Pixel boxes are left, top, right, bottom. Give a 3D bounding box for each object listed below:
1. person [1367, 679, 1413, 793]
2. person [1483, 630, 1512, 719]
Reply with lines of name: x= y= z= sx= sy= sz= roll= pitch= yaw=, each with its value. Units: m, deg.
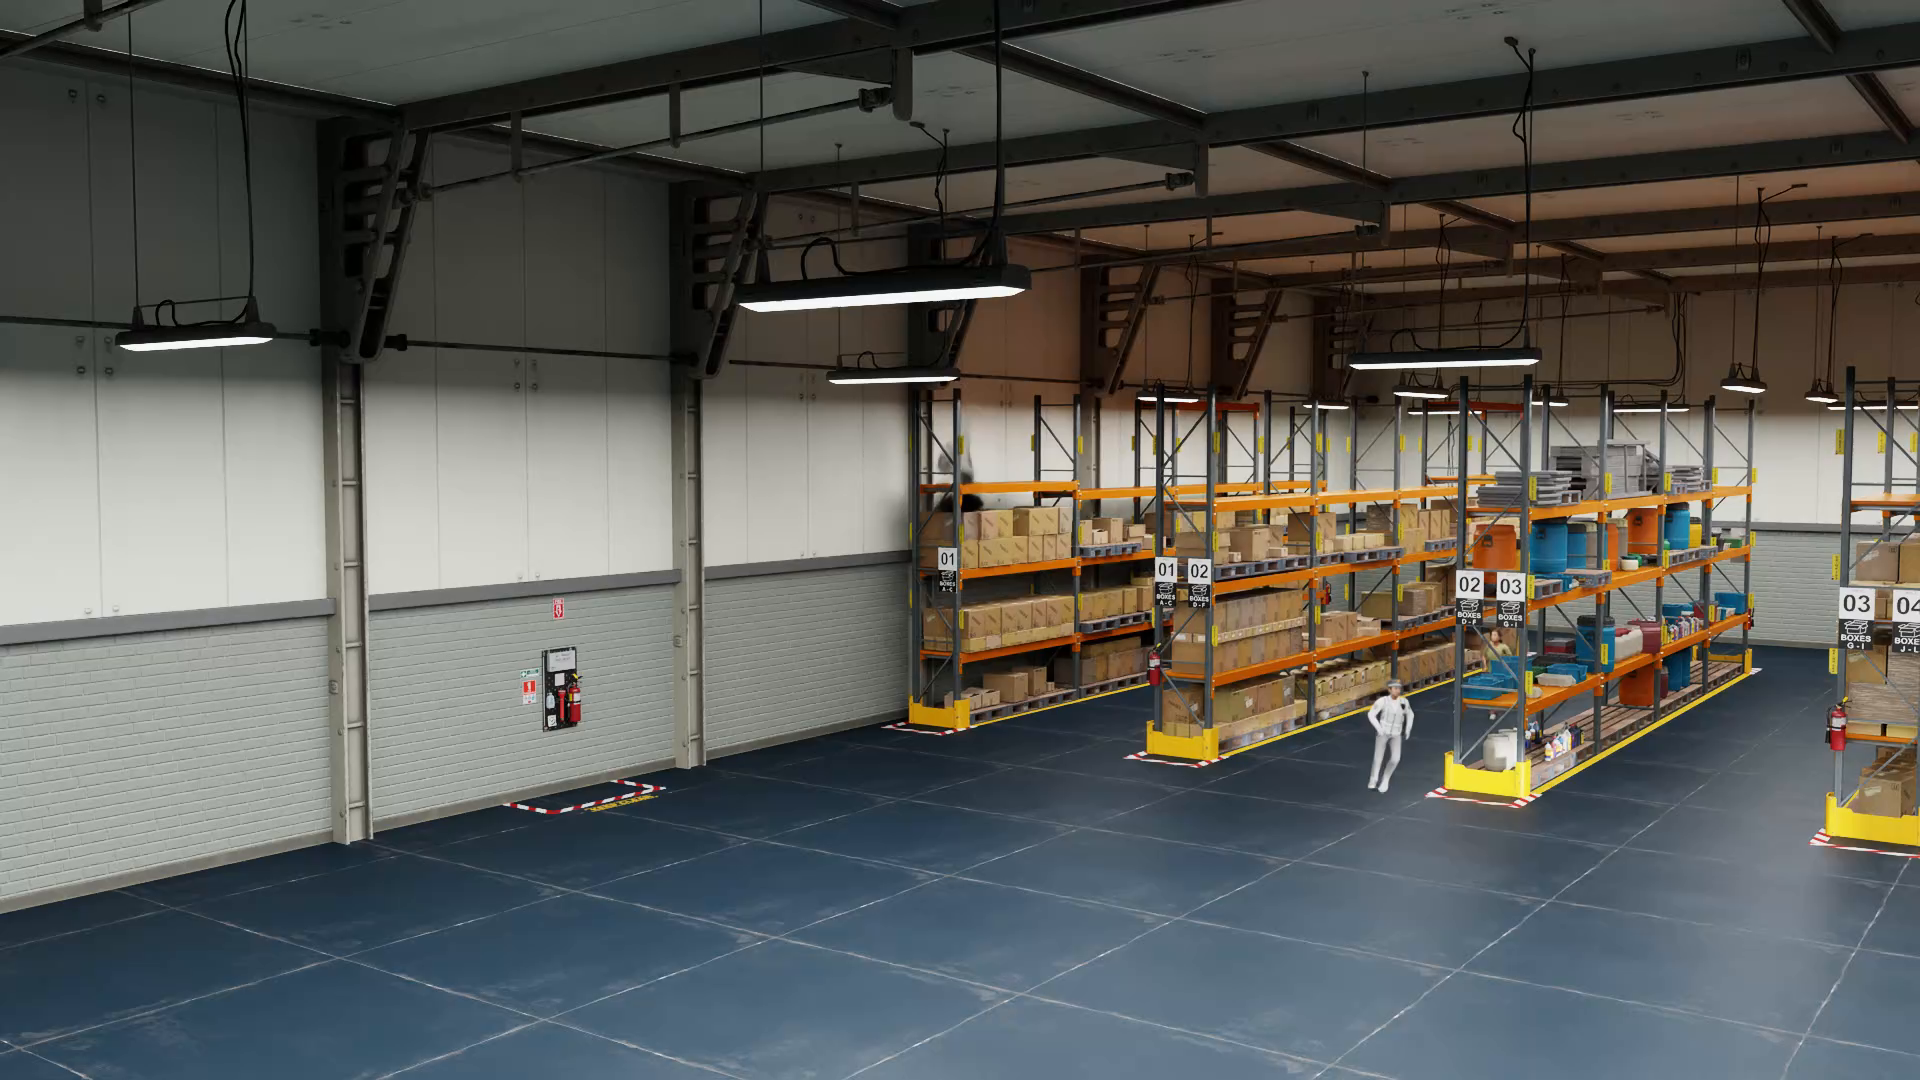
person: x=6.219 y=2.815 z=23.976 sx=0.678 sy=1.659 sz=0.593 roll=0 pitch=3 yaw=5
person: x=9.843 y=2.457 z=30.479 sx=0.574 sy=1.639 sz=0.584 roll=2 pitch=4 yaw=34
